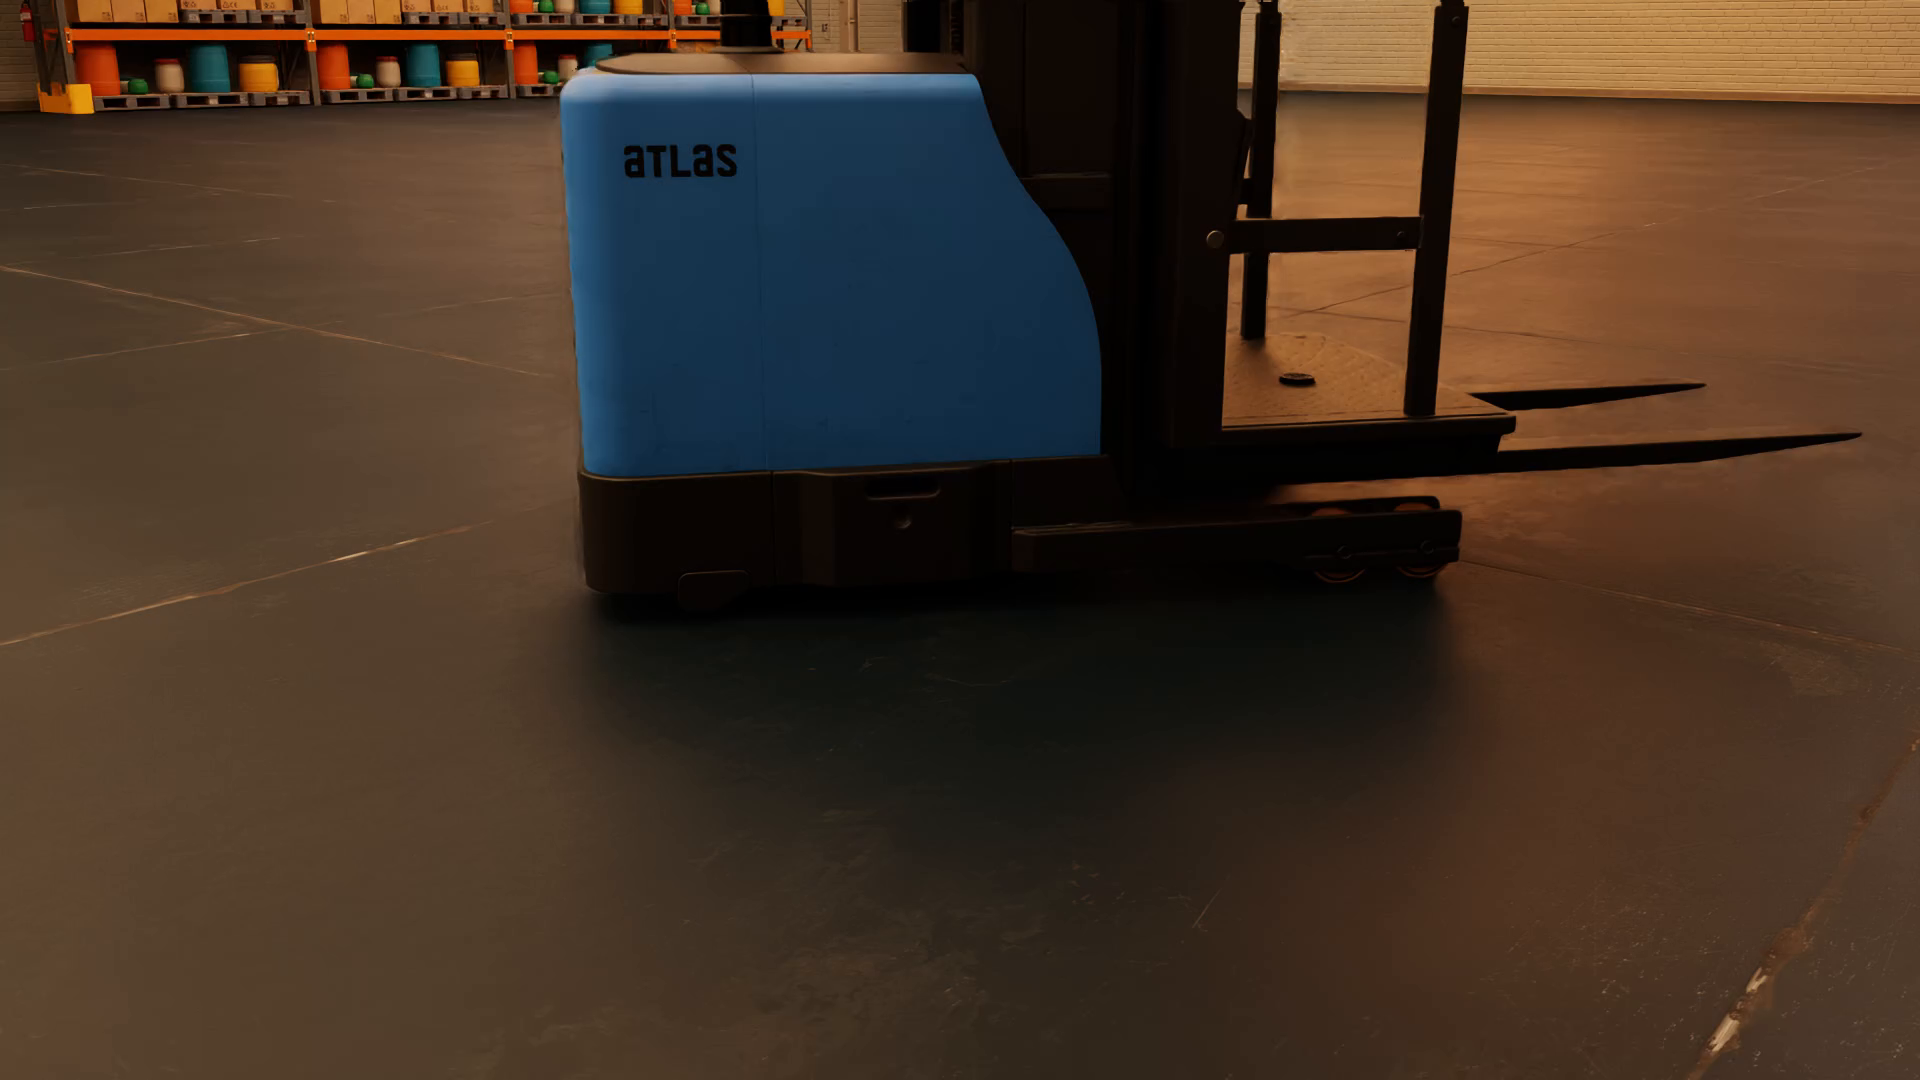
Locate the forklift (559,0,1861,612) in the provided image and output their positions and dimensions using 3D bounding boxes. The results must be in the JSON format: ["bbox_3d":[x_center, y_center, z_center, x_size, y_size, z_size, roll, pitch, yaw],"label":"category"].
[{"bbox_3d":[0.634,-1.454,3.685,3.031,2.935,1.130,-3,17,-11],"label":"forklift"}]
